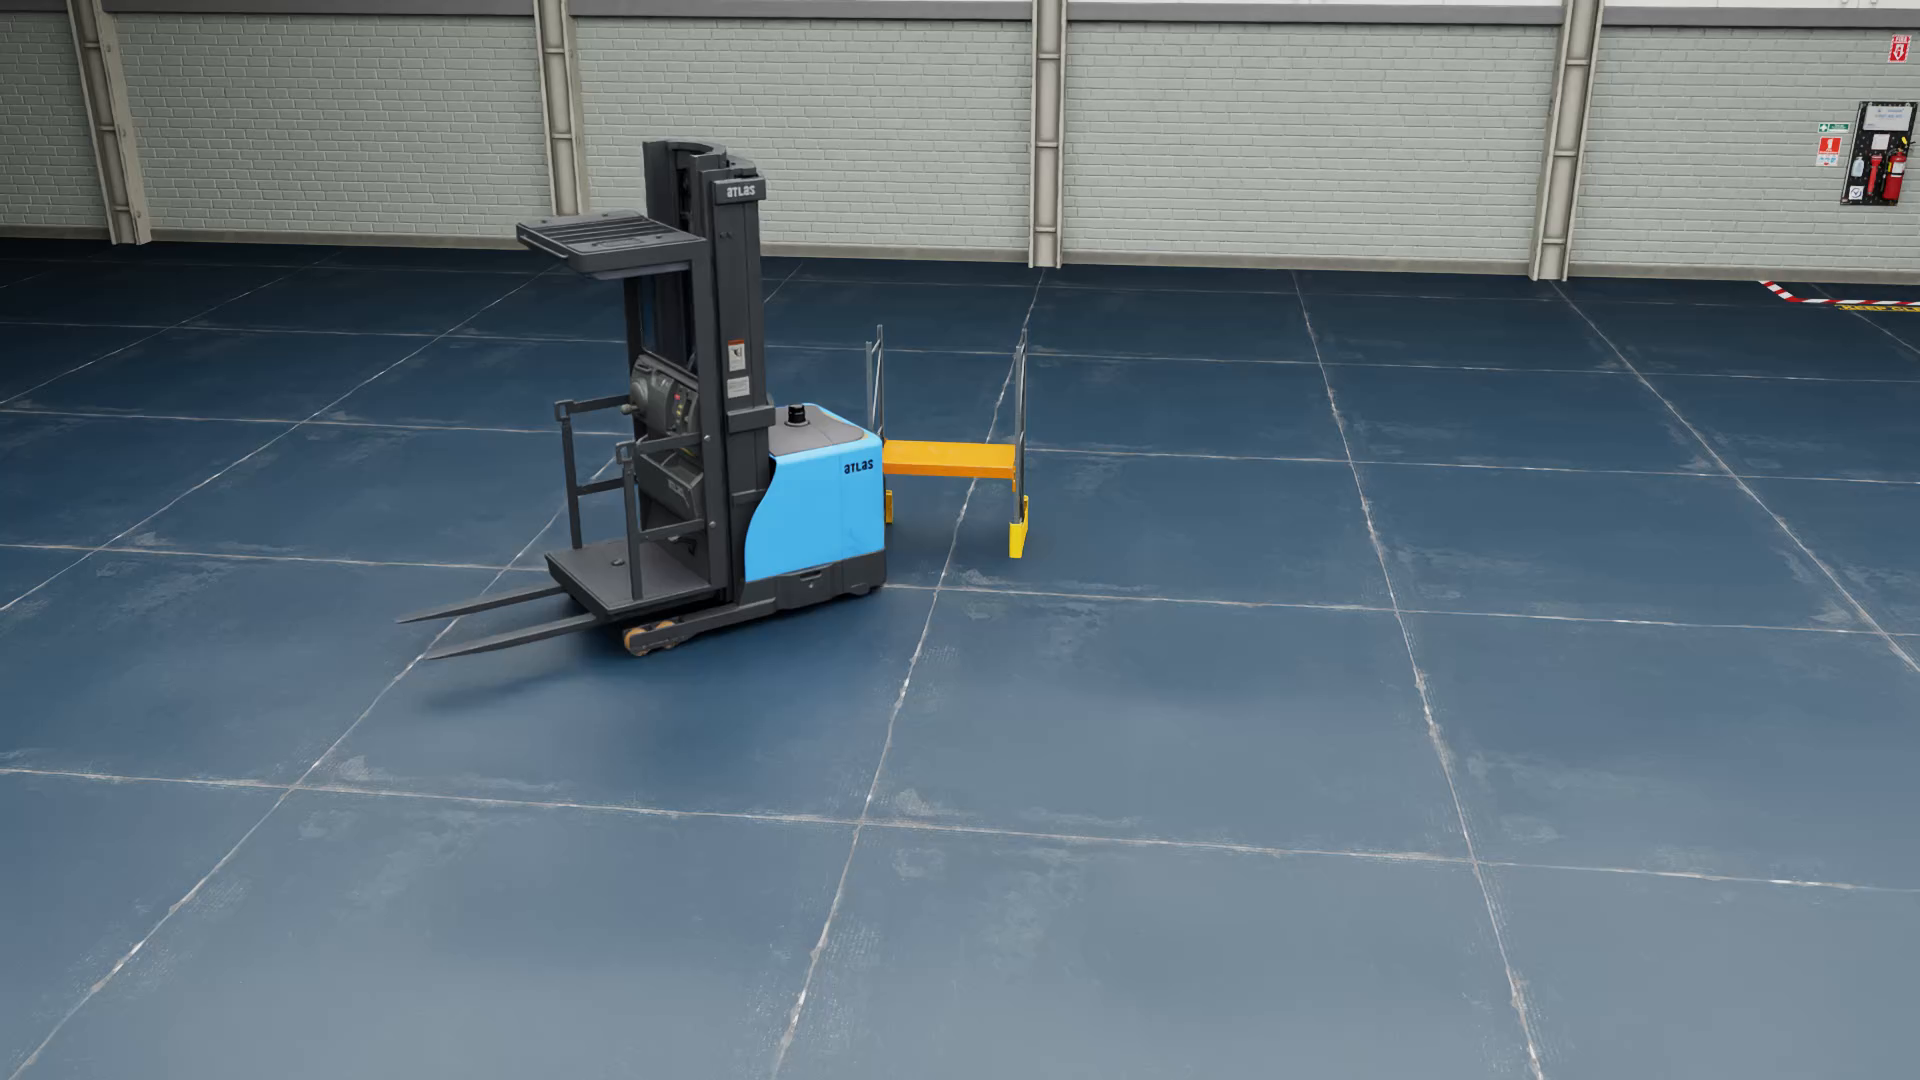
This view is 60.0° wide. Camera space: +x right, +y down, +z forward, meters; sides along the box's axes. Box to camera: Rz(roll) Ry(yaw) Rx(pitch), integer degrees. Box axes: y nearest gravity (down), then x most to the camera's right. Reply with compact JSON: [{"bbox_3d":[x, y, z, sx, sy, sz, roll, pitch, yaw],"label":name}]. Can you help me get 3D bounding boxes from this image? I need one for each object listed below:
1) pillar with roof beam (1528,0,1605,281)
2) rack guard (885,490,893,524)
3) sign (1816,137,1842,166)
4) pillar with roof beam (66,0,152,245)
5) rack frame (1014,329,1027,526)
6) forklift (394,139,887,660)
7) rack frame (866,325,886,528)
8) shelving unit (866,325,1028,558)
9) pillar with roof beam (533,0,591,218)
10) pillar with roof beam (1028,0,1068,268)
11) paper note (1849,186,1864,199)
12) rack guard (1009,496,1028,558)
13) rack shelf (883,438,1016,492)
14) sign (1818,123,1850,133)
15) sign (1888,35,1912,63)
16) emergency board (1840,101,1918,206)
[{"bbox_3d":[6.504,-5.745,14.231,0.400,9.000,9.100,2,22,6],"label":"pillar with roof beam"},{"bbox_3d":[-0.570,-0.141,11.957,0.087,0.250,0.587,2,22,6],"label":"rack guard"},{"bbox_3d":[9.983,-4.466,19.108,0.234,0.329,0.001,2,22,6],"label":"sign"},{"bbox_3d":[-11.370,-6.524,16.201,0.400,9.000,9.100,2,22,6],"label":"pillar with roof beam"},{"bbox_3d":[0.420,-0.679,11.618,0.032,1.500,0.500,2,22,6],"label":"rack frame"},{"bbox_3d":[-1.999,-0.876,10.170,3.031,2.935,1.130,-14,25,-31],"label":"forklift"},{"bbox_3d":[-0.590,-0.723,11.729,0.032,1.500,0.500,2,22,6],"label":"rack frame"},{"bbox_3d":[-0.076,-0.701,11.672,1.083,1.500,0.587,2,22,6],"label":"shelving unit"},{"bbox_3d":[-5.412,-6.264,15.545,0.400,9.000,9.100,2,22,6],"label":"pillar with roof beam"},{"bbox_3d":[0.546,-6.004,14.888,0.400,9.000,9.100,2,22,6],"label":"pillar with roof beam"},{"bbox_3d":[10.352,-4.011,19.204,0.142,0.148,0.016,2,22,6],"label":"paper note"},{"bbox_3d":[0.419,-0.098,11.848,0.087,0.250,0.587,2,22,6],"label":"rack guard"},{"bbox_3d":[-0.085,-0.534,11.740,1.000,0.185,0.538,2,22,6],"label":"rack shelf"},{"bbox_3d":[9.986,-4.709,19.002,0.331,0.109,0.001,2,22,6],"label":"sign"},{"bbox_3d":[10.524,-5.503,18.626,0.199,0.298,0.001,2,22,6],"label":"sign"},{"bbox_3d":[10.520,-4.388,18.959,0.643,1.169,0.194,2,22,6],"label":"emergency board"}]
